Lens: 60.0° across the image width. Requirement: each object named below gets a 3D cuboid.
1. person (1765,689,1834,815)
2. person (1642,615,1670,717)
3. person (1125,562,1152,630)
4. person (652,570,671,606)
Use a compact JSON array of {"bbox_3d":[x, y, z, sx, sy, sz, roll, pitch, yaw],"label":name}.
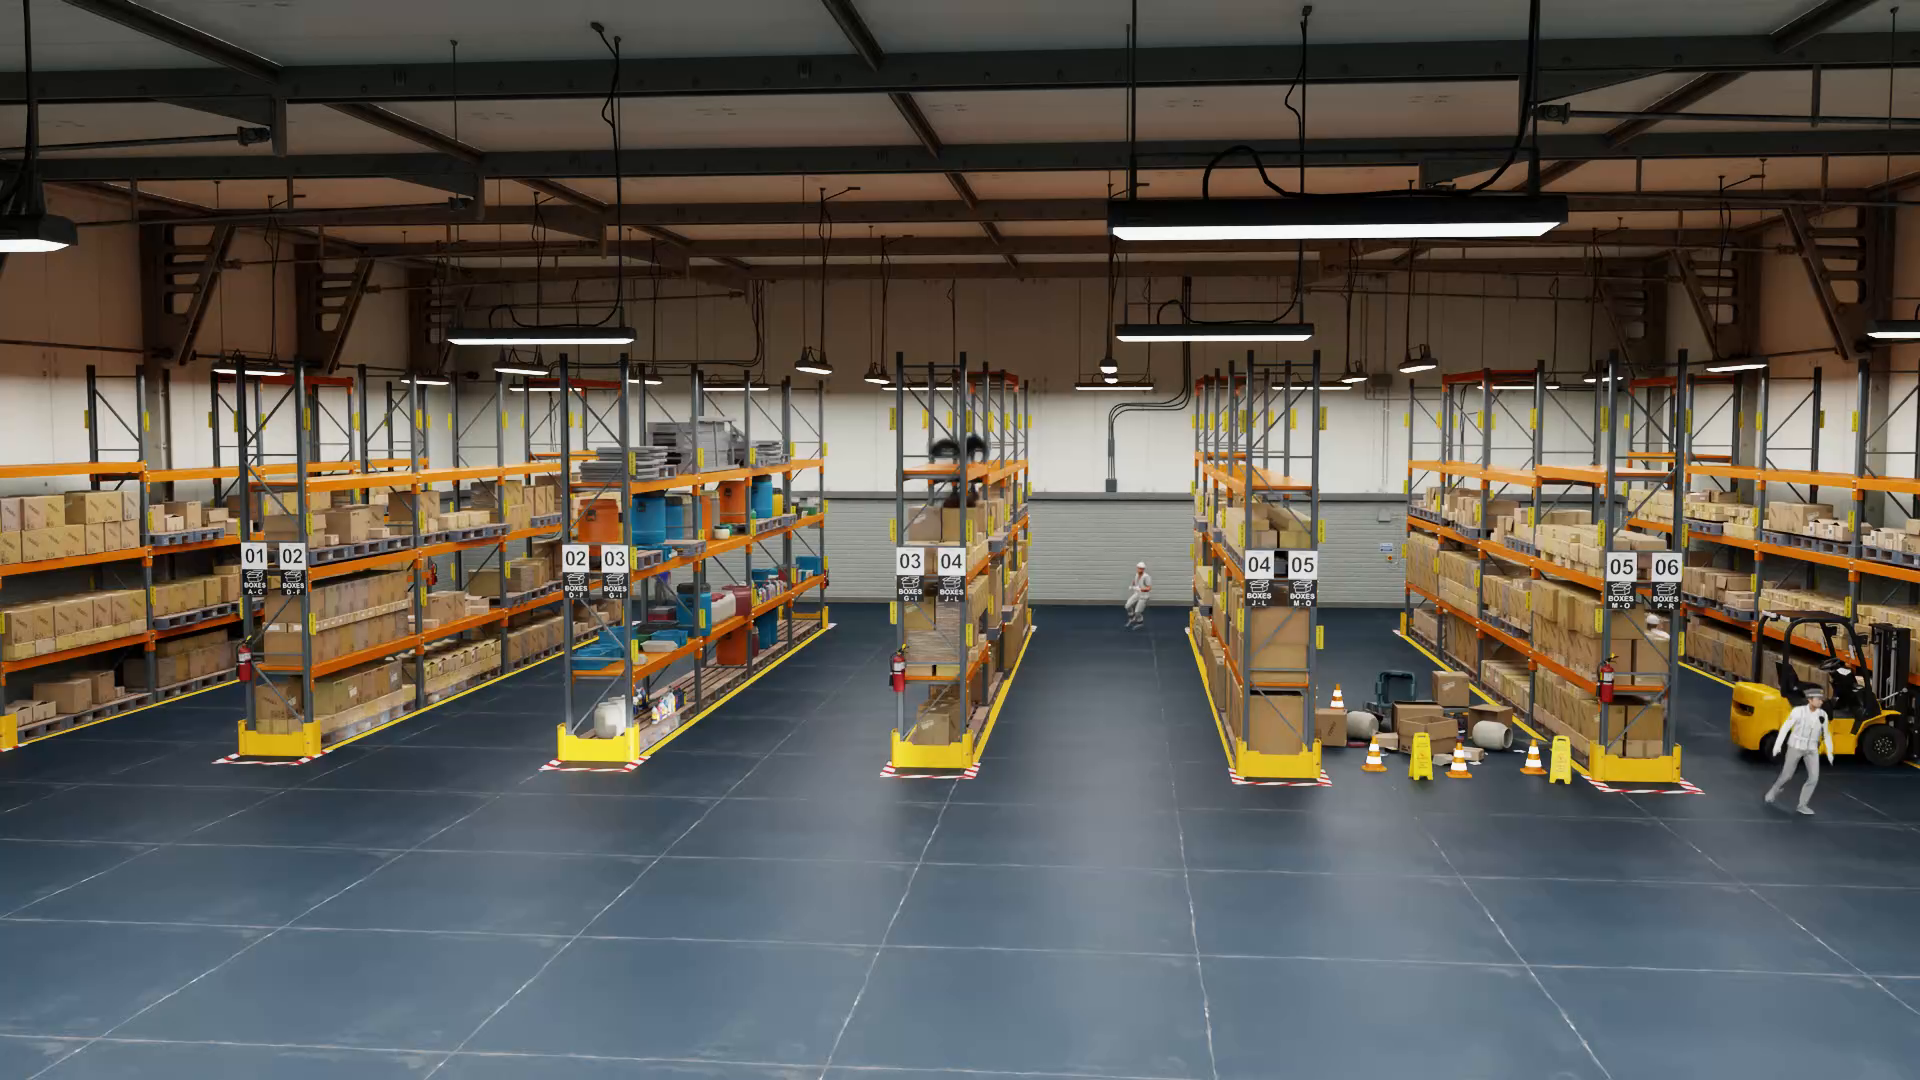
[{"bbox_3d":[10.793,2.671,21.389,0.681,1.618,0.661,0,4,0],"label":"person"},{"bbox_3d":[11.747,2.135,28.157,0.642,1.708,0.967,0,4,-1],"label":"person"},{"bbox_3d":[4.266,1.350,39.820,0.684,1.670,0.880,-4,6,-44],"label":"person"},{"bbox_3d":[-7.505,1.206,41.877,0.537,1.711,0.831,-2,4,-22],"label":"person"}]
